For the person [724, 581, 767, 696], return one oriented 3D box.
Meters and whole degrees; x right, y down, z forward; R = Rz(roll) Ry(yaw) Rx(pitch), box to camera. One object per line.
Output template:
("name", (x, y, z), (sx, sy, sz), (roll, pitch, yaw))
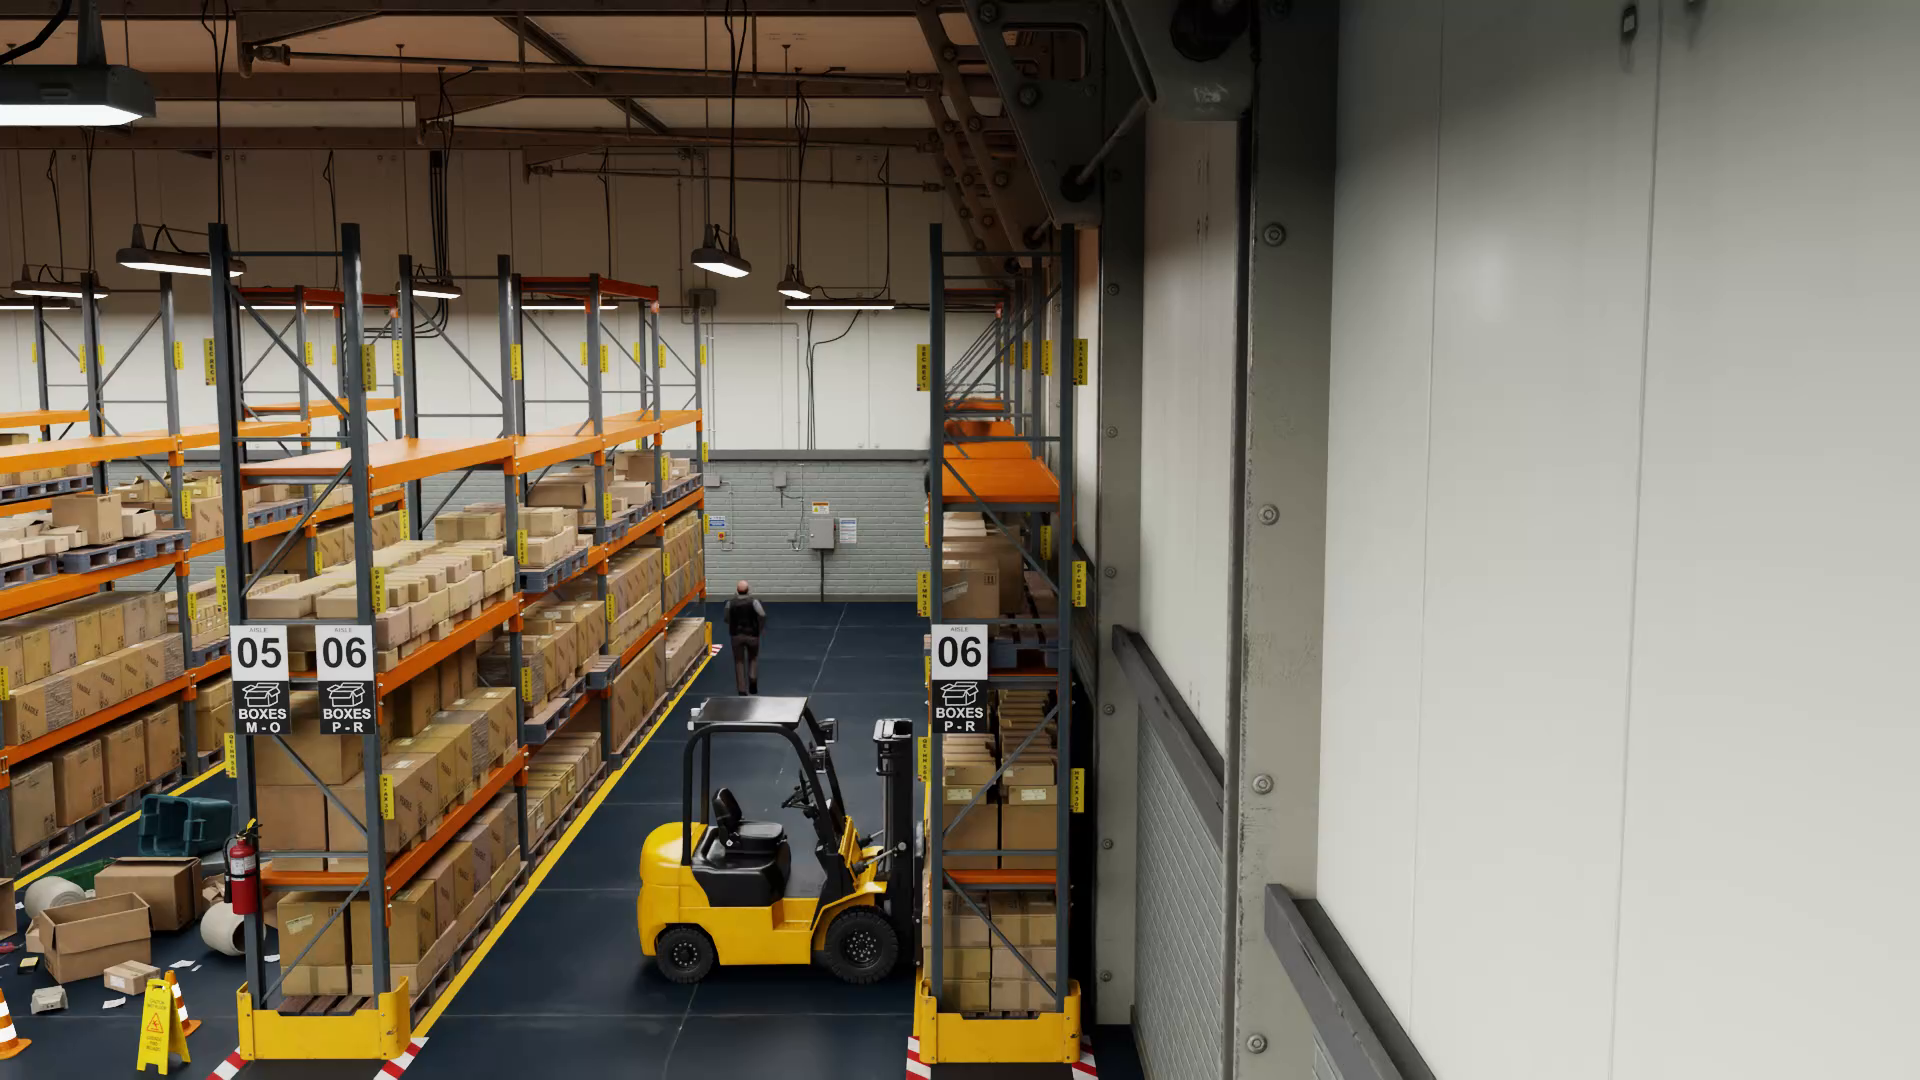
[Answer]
("person", (-3.172, 1.452, 24.583), (0.629, 1.718, 0.693), (-1, 7, -7))
